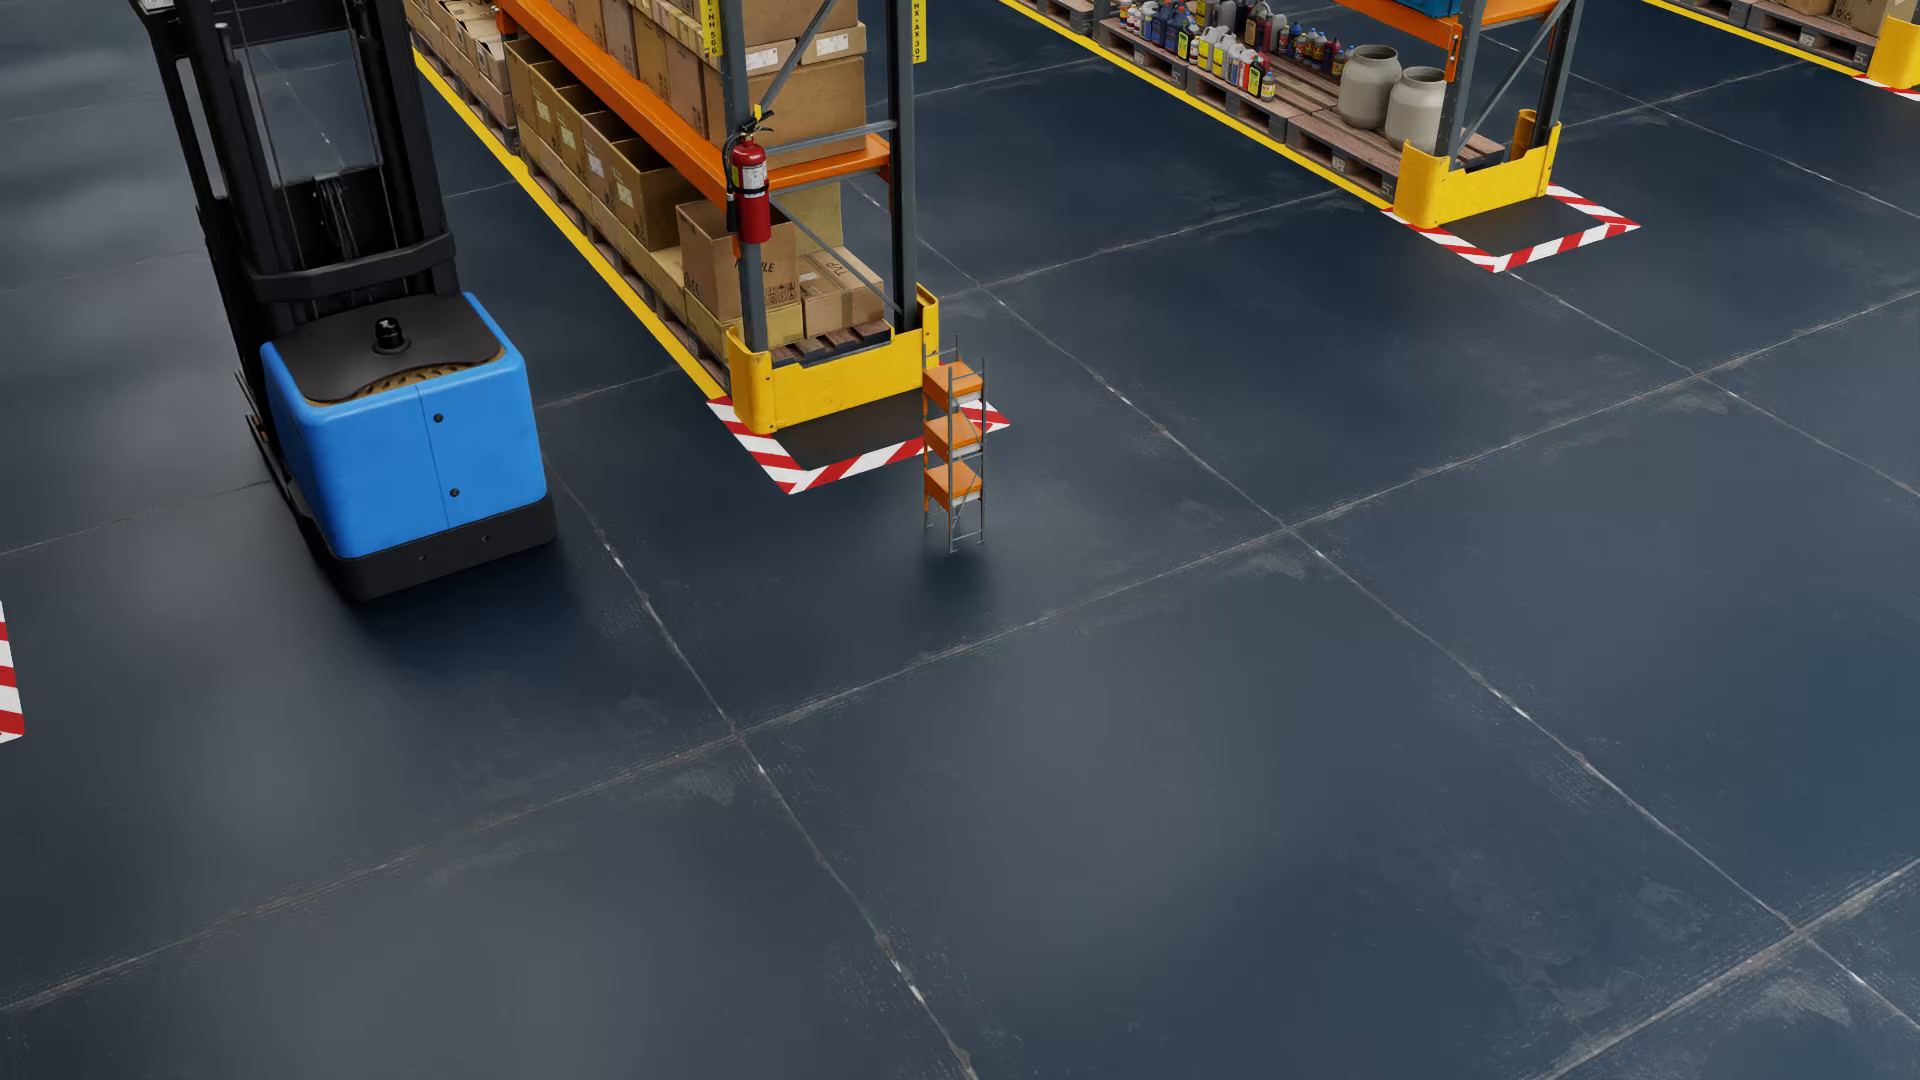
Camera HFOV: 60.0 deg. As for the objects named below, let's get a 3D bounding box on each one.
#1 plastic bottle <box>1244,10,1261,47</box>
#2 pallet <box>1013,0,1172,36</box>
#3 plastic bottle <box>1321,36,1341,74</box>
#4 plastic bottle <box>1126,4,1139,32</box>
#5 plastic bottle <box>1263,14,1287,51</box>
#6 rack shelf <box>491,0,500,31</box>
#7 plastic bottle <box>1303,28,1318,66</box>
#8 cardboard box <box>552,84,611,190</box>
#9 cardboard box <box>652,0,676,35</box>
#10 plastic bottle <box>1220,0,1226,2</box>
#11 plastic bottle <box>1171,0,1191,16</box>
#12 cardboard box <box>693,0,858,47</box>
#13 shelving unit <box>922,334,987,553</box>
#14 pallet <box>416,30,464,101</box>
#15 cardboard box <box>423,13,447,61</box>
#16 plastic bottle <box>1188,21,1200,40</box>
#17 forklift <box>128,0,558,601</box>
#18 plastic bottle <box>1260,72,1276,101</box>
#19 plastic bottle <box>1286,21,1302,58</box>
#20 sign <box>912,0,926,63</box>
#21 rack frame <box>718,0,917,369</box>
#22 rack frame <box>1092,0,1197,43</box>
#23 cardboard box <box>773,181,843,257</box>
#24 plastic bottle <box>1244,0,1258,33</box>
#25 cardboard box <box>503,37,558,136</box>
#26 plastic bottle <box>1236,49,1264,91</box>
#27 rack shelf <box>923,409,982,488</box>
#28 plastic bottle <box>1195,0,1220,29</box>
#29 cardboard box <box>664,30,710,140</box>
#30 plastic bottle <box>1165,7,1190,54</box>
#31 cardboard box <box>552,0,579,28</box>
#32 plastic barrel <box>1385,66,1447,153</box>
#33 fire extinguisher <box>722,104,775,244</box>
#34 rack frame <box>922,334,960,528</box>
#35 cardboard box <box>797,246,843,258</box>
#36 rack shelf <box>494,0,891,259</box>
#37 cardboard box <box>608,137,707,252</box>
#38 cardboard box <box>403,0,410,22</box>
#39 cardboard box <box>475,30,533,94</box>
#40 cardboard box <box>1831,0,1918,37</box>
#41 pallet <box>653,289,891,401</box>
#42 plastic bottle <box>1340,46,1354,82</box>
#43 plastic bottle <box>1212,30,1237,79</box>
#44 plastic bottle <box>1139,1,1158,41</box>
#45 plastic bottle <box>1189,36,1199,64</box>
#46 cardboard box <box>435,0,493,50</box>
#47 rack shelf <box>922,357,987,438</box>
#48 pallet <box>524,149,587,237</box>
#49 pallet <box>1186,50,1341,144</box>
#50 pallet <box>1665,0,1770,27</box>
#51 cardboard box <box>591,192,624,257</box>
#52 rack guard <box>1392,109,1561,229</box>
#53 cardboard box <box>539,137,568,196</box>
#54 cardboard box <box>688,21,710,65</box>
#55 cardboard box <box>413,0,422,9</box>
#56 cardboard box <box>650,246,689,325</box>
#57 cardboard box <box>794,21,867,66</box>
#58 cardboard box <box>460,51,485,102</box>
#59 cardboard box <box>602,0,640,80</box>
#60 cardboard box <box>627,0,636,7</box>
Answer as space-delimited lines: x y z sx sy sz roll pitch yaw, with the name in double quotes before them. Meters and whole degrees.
"plastic bottle" 2.330 -4.079 13.221 0.061 0.283 0.133 -19 40 -24
"pallet" 1.147 -4.810 14.657 1.003 0.211 1.213 -19 40 -24
"plastic bottle" 2.845 -3.726 12.738 0.061 0.283 0.133 -18 40 -23
"plastic bottle" 1.407 -4.250 13.526 0.097 0.201 0.097 0 36 0
"plastic bottle" 2.484 -4.035 13.168 0.152 0.276 0.135 -18 40 -23
"rack shelf" -3.715 -4.811 12.903 1.077 0.370 4.000 -19 40 -24
"plastic bottle" 2.720 -3.826 12.885 0.097 0.271 0.097 0 36 0
"cardboard box" -2.245 -2.604 10.611 0.500 0.500 0.500 -19 40 -24
"cardboard box" -1.443 -2.874 9.008 0.380 0.149 0.250 -18 40 -23
"plastic bottle" 2.147 -4.412 13.620 0.144 0.351 0.185 -20 41 -25
"plastic bottle" 1.746 -4.163 13.280 0.144 0.351 0.185 -19 40 -24
"cardboard box" -0.951 -2.874 8.458 0.700 0.500 0.500 -19 40 -24
"shelving unit" -0.027 -0.451 7.978 0.215 1.050 0.252 -19 40 -24
"pallet" -3.731 -3.942 13.468 1.003 0.211 1.213 -19 40 -24
"cardboard box" -3.933 -4.045 13.220 0.500 0.250 0.500 -18 40 -23
"plastic bottle" 1.822 -3.928 13.025 0.097 0.271 0.097 0 36 0
"forklift" -3.178 -1.739 8.146 1.130 2.935 3.031 -20 41 -25
"plastic bottle" 2.283 -3.361 12.309 0.097 0.201 0.097 0 36 0
"plastic bottle" 2.619 -3.929 13.027 0.097 0.271 0.097 0 36 0
"sign" -0.218 -2.584 8.444 0.100 0.325 0.005 -19 40 -24
"rack frame" -0.700 -2.041 8.502 1.000 3.000 0.127 -19 40 -24
"rack frame" 1.575 -5.547 13.302 1.000 3.000 0.127 -19 40 -24
"cardboard box" -1.030 -1.997 9.781 0.500 0.500 0.500 -19 40 -24
"plastic bottle" 2.362 -4.216 13.409 0.061 0.283 0.133 -16 39 -21
"cardboard box" -2.748 -3.114 11.310 0.500 0.500 0.500 -19 40 -24
"plastic bottle" 2.180 -3.528 12.474 0.152 0.276 0.135 -19 40 -24
"rack shelf" -0.027 -0.443 7.984 0.215 0.259 0.240 -19 40 -24
"plastic bottle" 2.023 -4.369 13.562 0.144 0.351 0.185 -19 40 -24
"cardboard box" -1.192 -2.590 9.168 0.700 0.500 0.500 -18 40 -23
"plastic bottle" 1.716 -4.024 13.089 0.144 0.351 0.185 -21 41 -26
"cardboard box" -2.211 -3.630 10.592 0.700 0.500 0.500 -19 40 -24
"plastic barrel" 3.188 -2.985 11.547 0.421 0.512 0.421 0 36 0
"fire extinguisher" -1.043 -1.812 8.253 0.296 0.674 0.183 -19 40 -24
"rack frame" -0.088 -0.513 8.063 0.200 1.050 0.008 -19 40 -24
"cardboard box" -1.032 -1.694 10.001 0.500 0.250 0.500 -19 40 -24
"rack shelf" -1.705 -2.771 10.110 1.077 0.370 4.000 -19 40 -24
"cardboard box" -1.742 -2.094 9.914 0.500 0.500 0.500 -19 40 -24
"cardboard box" -4.457 -4.570 13.939 0.500 0.250 0.500 -20 41 -25
"cardboard box" -3.161 -3.488 11.983 0.500 0.311 0.500 -19 40 -24
"cardboard box" 7.567 -4.458 13.574 0.500 0.500 0.500 -12 38 -16
"pallet" -1.121 -1.293 9.841 1.003 0.211 1.213 -19 40 -24
"plastic bottle" 2.943 -3.600 12.576 0.097 0.271 0.097 0 36 0
"plastic bottle" 2.023 -3.712 12.663 0.144 0.351 0.185 -17 40 -22
"plastic bottle" 1.542 -4.176 13.360 0.152 0.276 0.135 -17 40 -22
"plastic bottle" 1.838 -3.812 12.926 0.097 0.201 0.097 0 36 0
"cardboard box" -3.677 -4.007 12.693 0.500 0.311 0.500 -19 40 -24
"rack shelf" -0.027 -0.672 7.817 0.215 0.259 0.240 -19 40 -24
"pallet" -2.347 -2.537 11.545 1.003 0.211 1.213 -19 40 -24
"pallet" 2.493 -3.443 12.785 1.003 0.211 1.213 -19 40 -24
"pallet" 6.842 -4.934 14.826 1.003 0.211 1.213 -19 40 -24
"cardboard box" -1.989 -2.048 10.486 0.500 0.250 0.500 -19 40 -24
"rack guard" 3.505 -2.522 11.280 1.175 0.500 0.348 -19 40 -24
"cardboard box" -2.492 -2.557 11.184 0.500 0.250 0.500 -19 40 -24
"cardboard box" -1.190 -2.615 8.652 0.380 0.149 0.250 -18 40 -23
"cardboard box" -4.185 -4.526 13.404 0.500 0.311 0.500 -20 41 -25
"cardboard box" -1.487 -1.538 9.788 0.500 0.250 0.500 -19 40 -24
"cardboard box" -0.711 -2.607 8.642 0.380 0.149 0.250 -19 40 -24
"cardboard box" -3.422 -3.524 12.507 0.500 0.250 0.500 -20 40 -25
"cardboard box" -1.704 -3.112 9.883 0.700 0.500 0.500 -18 40 -23
"cardboard box" -1.709 -3.142 9.374 0.380 0.149 0.250 -18 40 -23
